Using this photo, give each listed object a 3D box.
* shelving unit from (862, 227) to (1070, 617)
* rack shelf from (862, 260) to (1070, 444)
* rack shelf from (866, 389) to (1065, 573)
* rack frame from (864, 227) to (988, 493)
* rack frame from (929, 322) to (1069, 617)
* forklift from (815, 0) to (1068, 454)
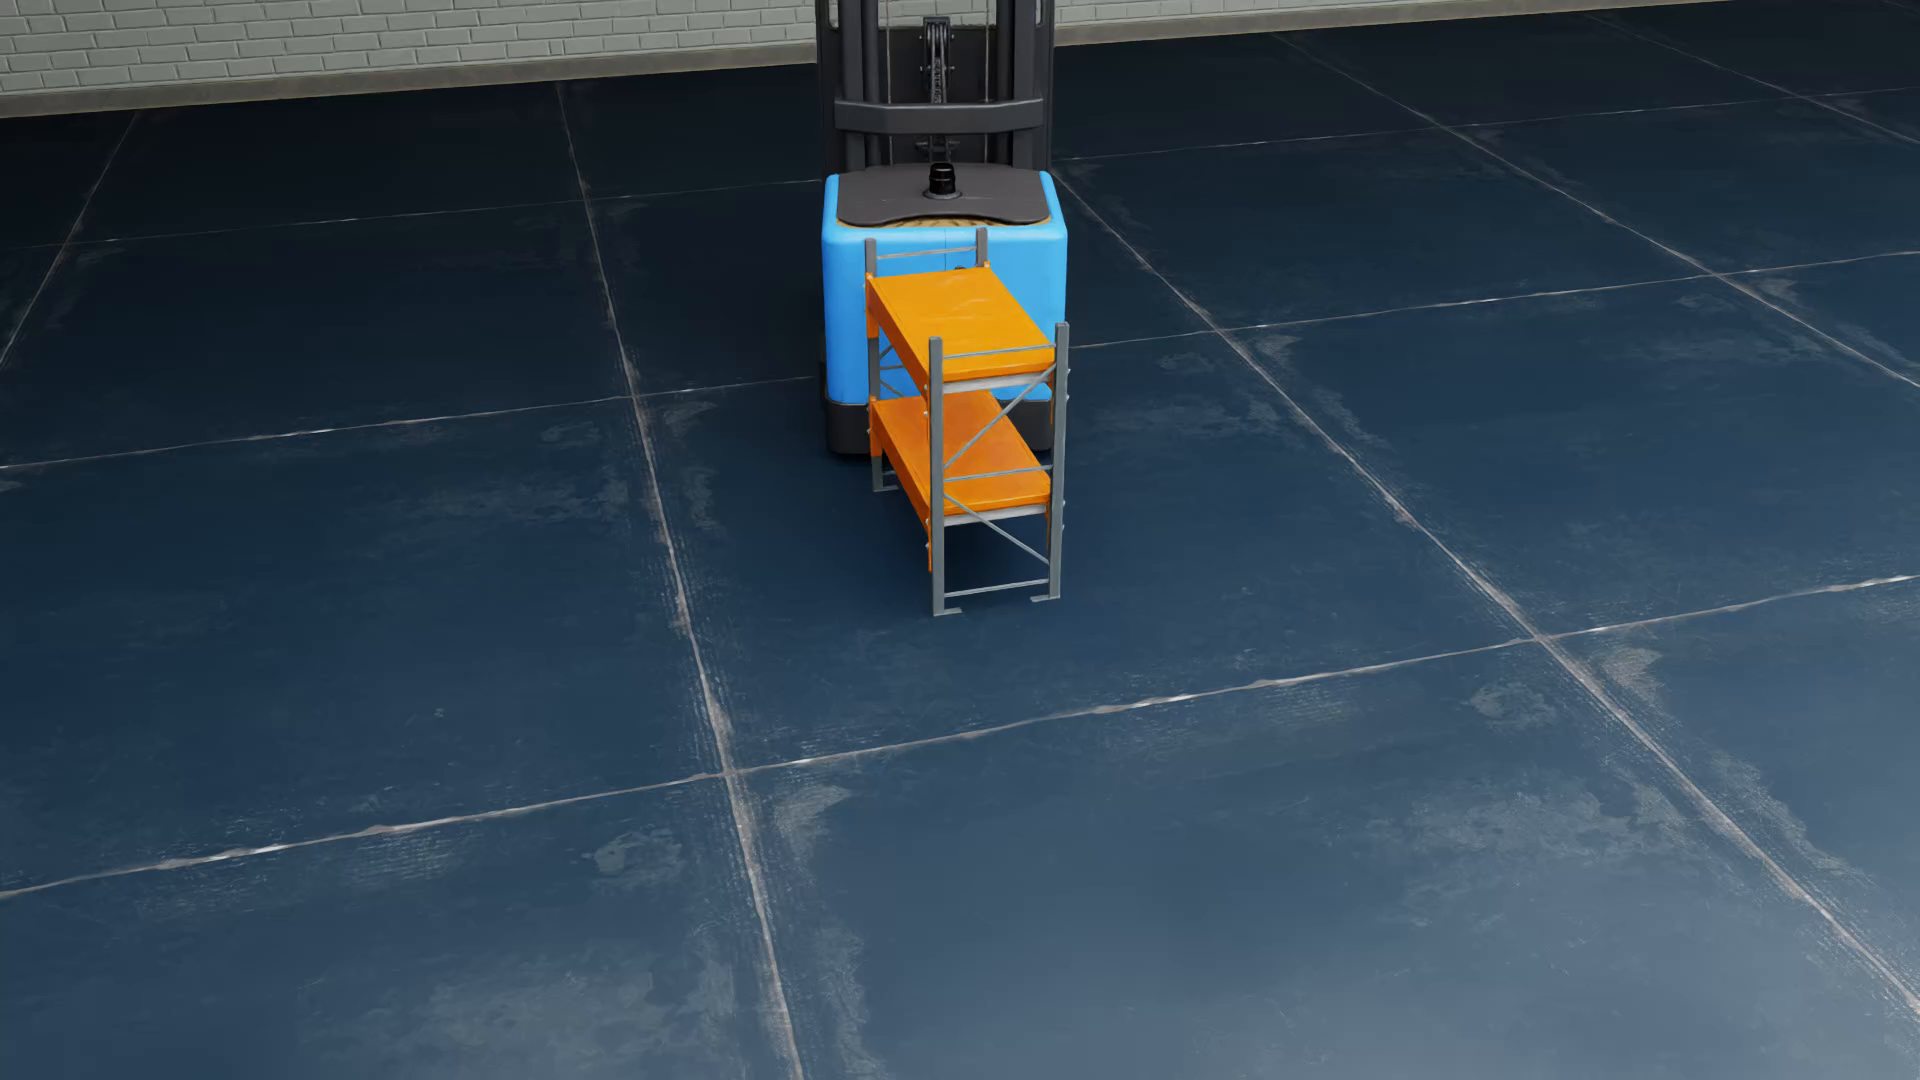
[{"bbox_3d":[0.002,-0.484,6.463,0.538,1.125,1.048,-8,31,-13],"label":"shelving unit"},{"bbox_3d":[0.002,-0.737,6.316,0.538,0.278,1.000,-8,31,-13],"label":"rack shelf"},{"bbox_3d":[0.002,-0.272,6.585,0.538,0.278,1.000,-8,31,-13],"label":"rack shelf"},{"bbox_3d":[-0.133,-0.729,6.887,0.500,1.125,0.032,-8,31,-13],"label":"rack frame"},{"bbox_3d":[0.137,-0.238,6.038,0.500,1.125,0.032,-8,31,-13],"label":"rack frame"},{"bbox_3d":[-0.125,-2.347,7.878,1.130,2.935,3.031,-1,30,-2],"label":"forklift"}]
